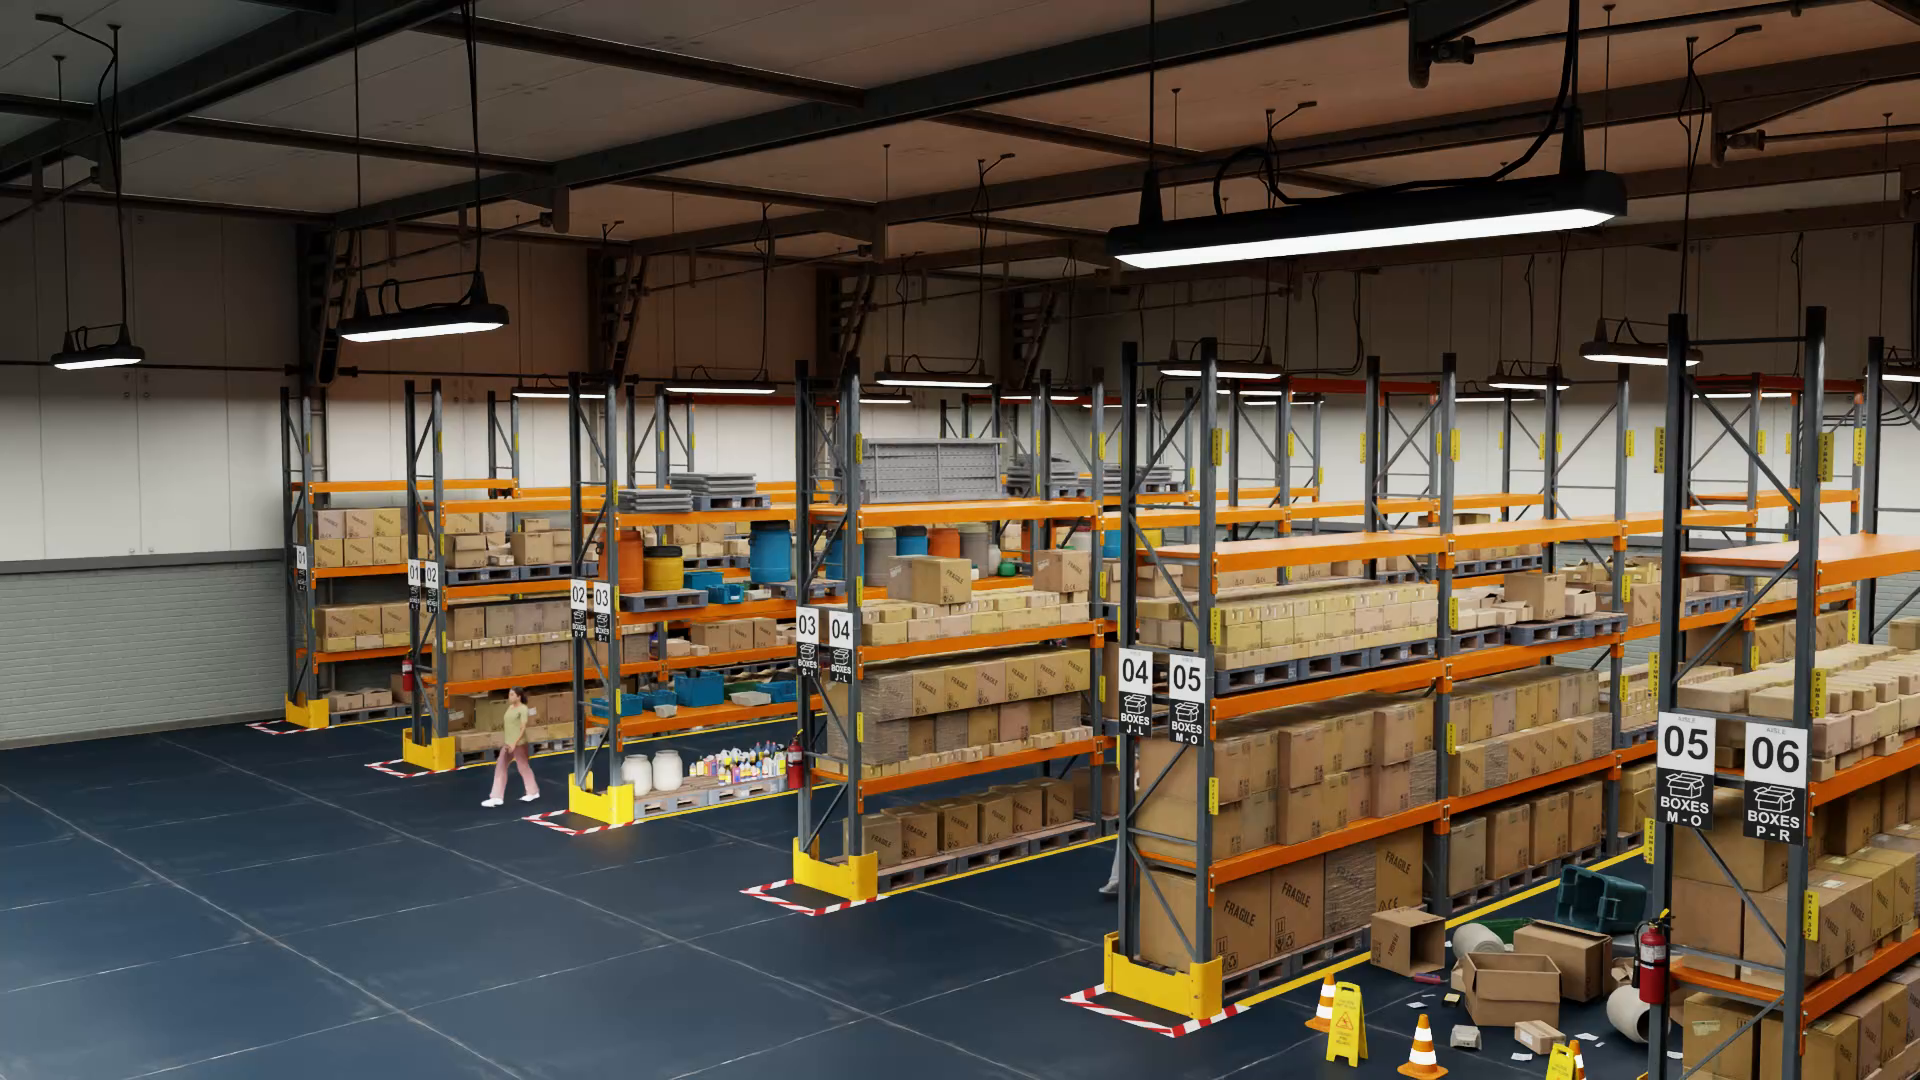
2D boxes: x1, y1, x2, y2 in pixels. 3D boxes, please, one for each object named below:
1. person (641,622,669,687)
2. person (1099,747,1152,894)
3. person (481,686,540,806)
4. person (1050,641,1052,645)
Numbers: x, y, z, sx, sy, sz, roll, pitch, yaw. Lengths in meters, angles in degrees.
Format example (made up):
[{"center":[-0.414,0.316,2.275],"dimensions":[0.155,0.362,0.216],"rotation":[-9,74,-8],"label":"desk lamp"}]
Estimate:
[{"center":[-5.779,2.333,31.605],"dimensions":[0.479,1.612,0.927],"rotation":[2,4,26],"label":"person"},{"center":[1.945,3.129,18.638],"dimensions":[0.512,1.637,0.966],"rotation":[3,5,41],"label":"person"},{"center":[-6.217,2.847,23.101],"dimensions":[0.465,1.633,0.861],"rotation":[3,5,40],"label":"person"},{"center":[1.622,2.330,30.989],"dimensions":[0.643,1.728,0.598],"rotation":[-2,4,-31],"label":"person"}]
